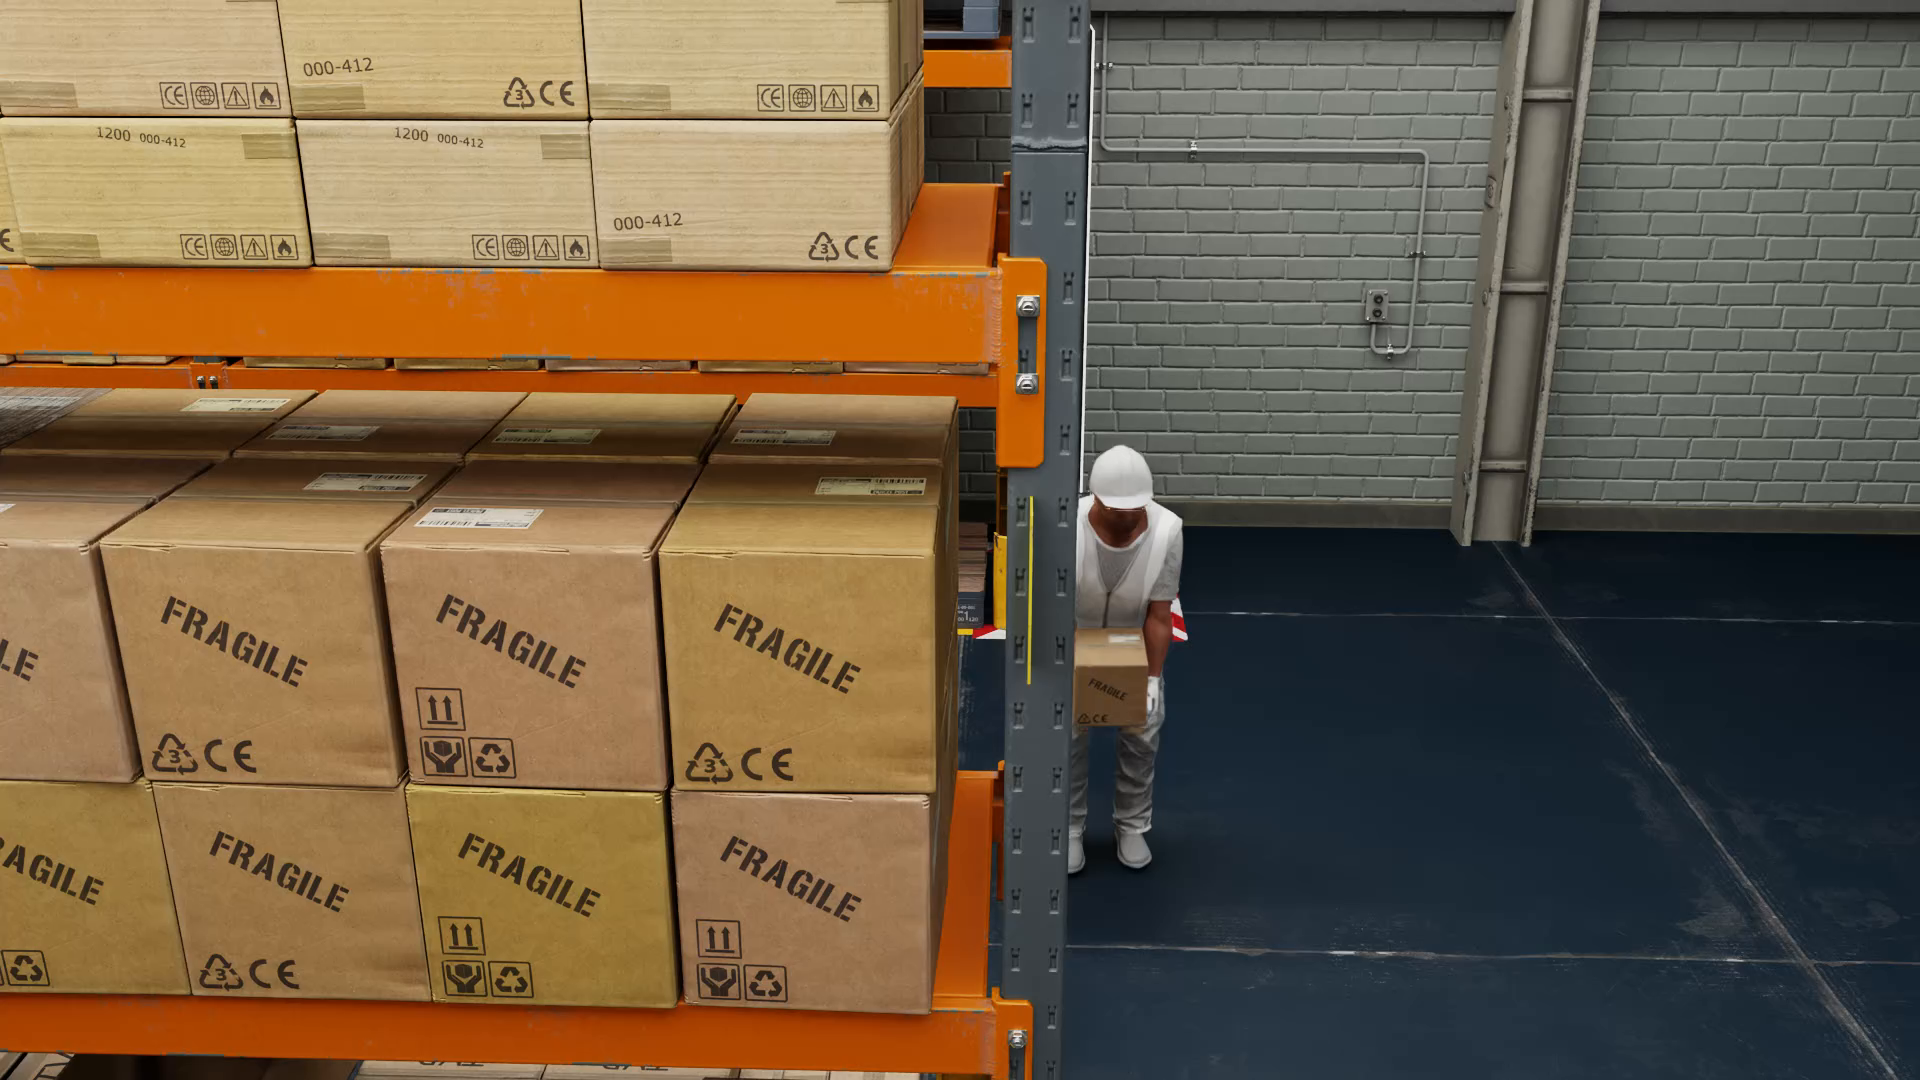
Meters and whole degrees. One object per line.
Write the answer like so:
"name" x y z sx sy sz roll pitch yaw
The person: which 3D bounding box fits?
"person" 0.544 0.427 6.028 0.482 1.700 0.645 0 21 1
